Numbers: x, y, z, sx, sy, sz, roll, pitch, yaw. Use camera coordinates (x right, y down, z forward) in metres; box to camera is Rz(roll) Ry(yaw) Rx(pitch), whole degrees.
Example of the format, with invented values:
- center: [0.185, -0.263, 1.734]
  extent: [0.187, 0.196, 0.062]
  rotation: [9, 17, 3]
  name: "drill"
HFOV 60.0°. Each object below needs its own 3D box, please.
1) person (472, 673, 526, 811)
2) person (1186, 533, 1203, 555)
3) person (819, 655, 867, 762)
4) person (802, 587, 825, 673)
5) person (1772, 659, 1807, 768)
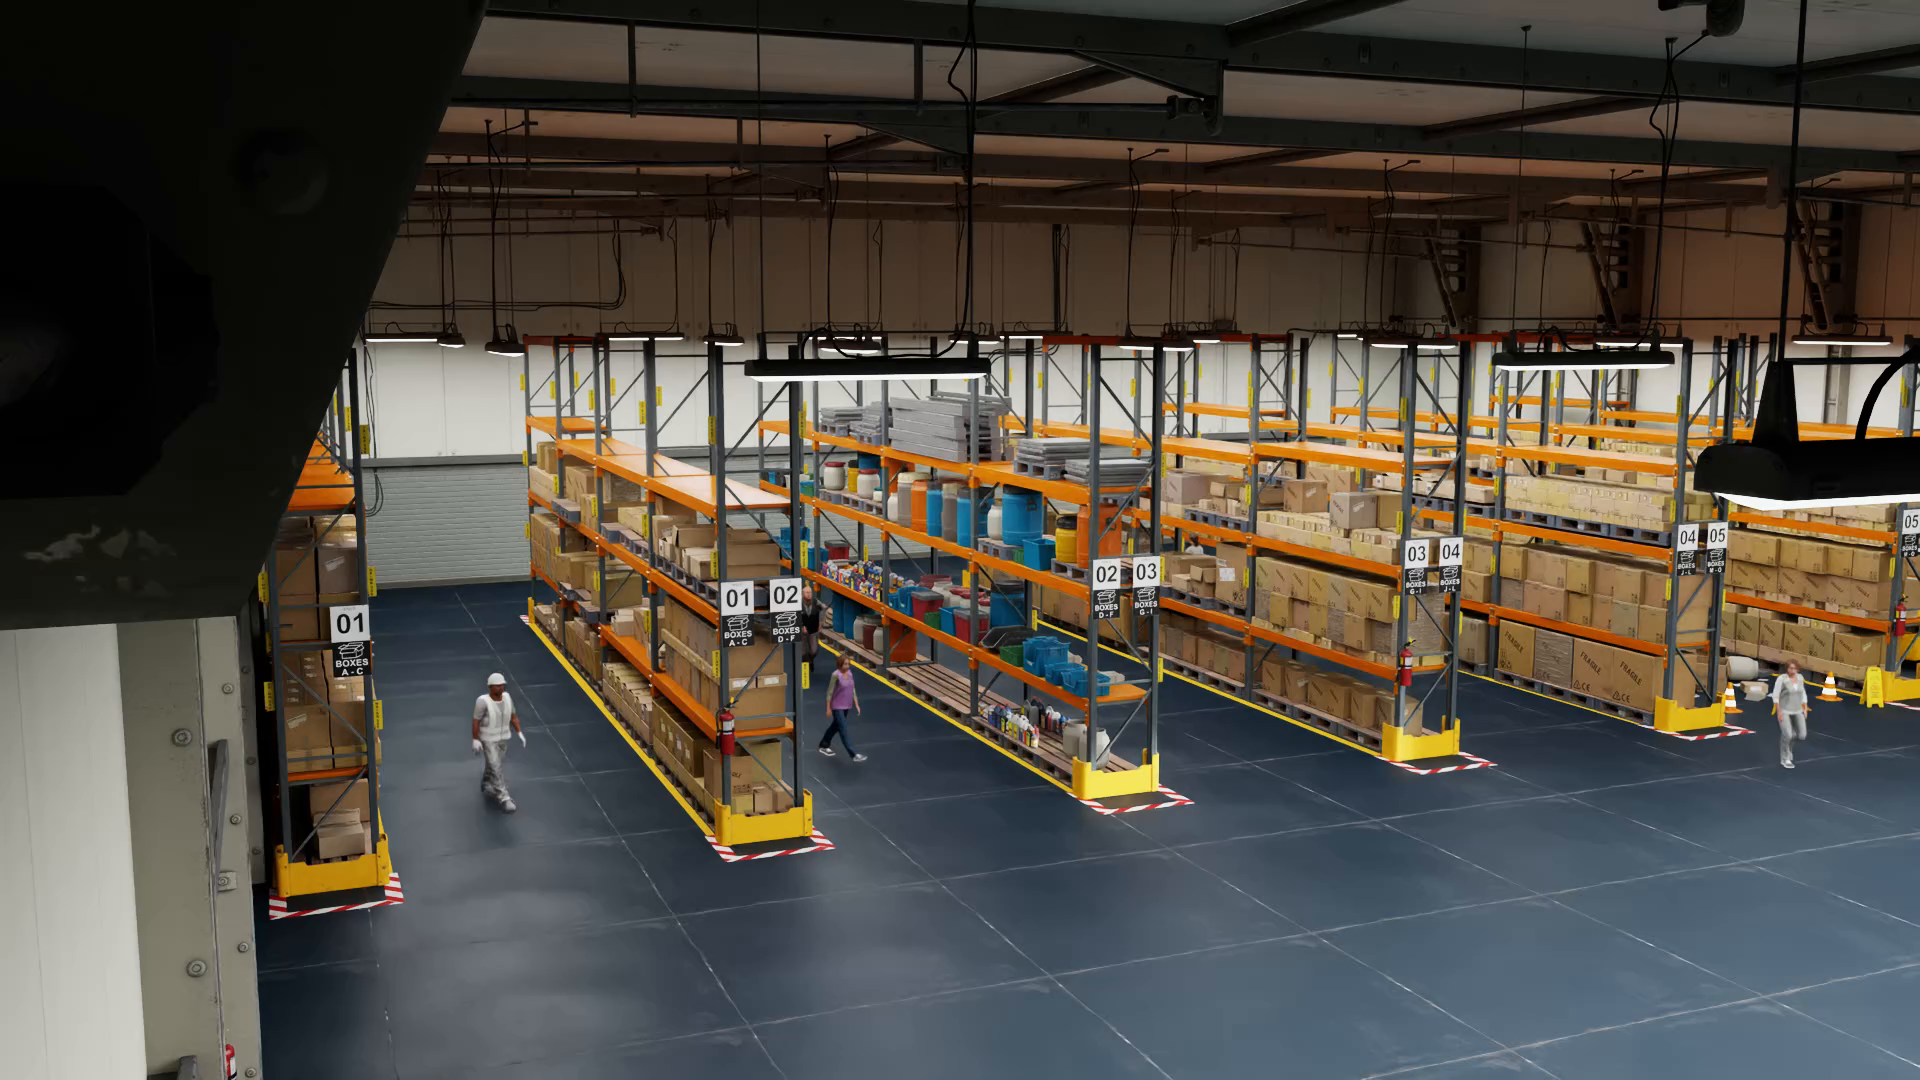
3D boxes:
- center: [-6.015, 2.574, 21.655]
  extent: [1.107, 1.710, 0.619]
  rotation: [7, 10, 43]
  name: "person"
- center: [5.133, 0.688, 36.316]
  extent: [0.492, 1.666, 0.516]
  rotation: [-3, 8, -24]
  name: "person"
- center: [-1.653, 2.394, 23.779]
  extent: [1.020, 1.533, 0.430]
  rotation: [5, 9, 32]
  name: "person"
- center: [-2.700, 1.615, 29.432]
  extent: [0.659, 1.635, 0.729]
  rotation: [-1, 8, -10]
  name: "person"
- center: [11.734, 2.444, 23.536]
  extent: [0.498, 1.566, 0.455]
  rotation: [0, 8, 0]
  name: "person"
